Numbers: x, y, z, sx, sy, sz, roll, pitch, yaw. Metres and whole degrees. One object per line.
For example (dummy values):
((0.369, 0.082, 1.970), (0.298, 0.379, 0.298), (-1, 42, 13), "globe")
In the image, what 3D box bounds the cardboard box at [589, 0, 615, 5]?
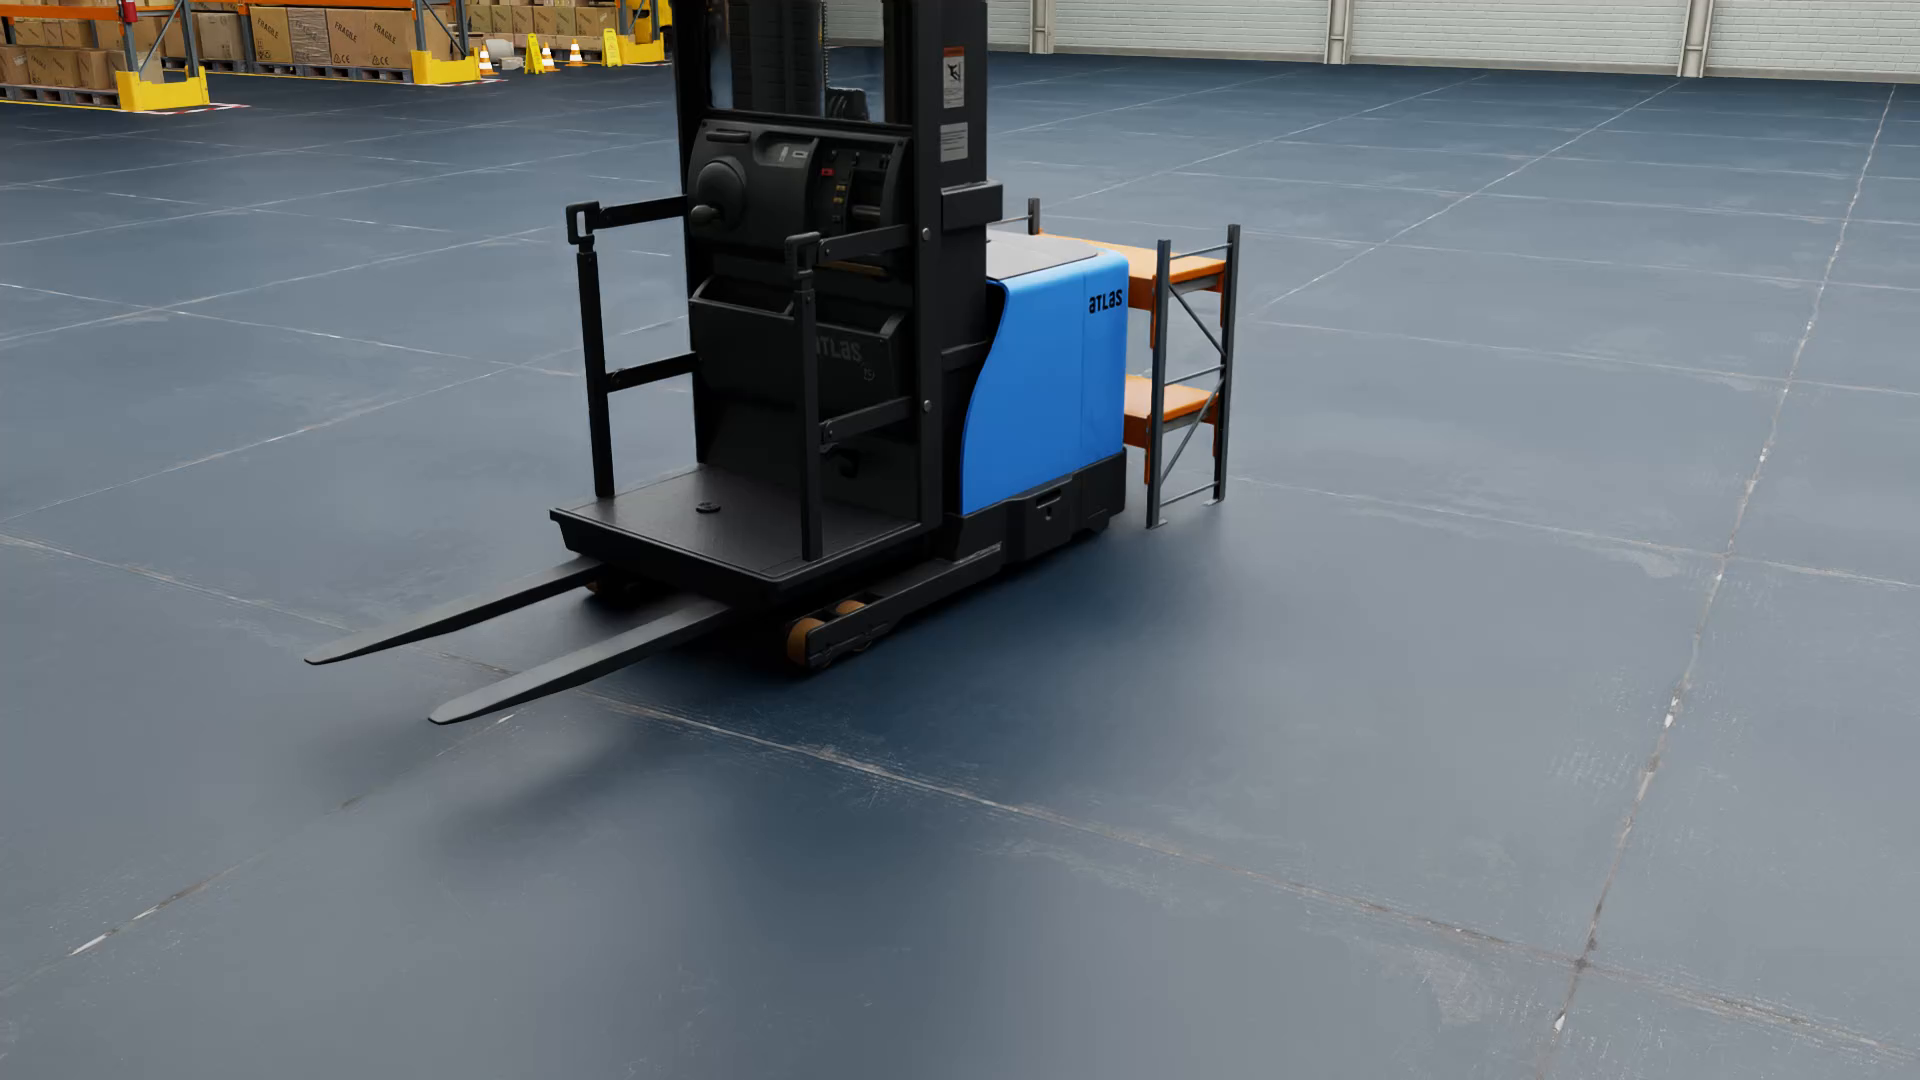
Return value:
((-8.073, -11.659, 36.975), (0.625, 0.625, 0.875), (11, 22, 27), "cardboard box")

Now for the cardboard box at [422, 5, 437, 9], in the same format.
((-12.257, -12.311, 38.954), (0.500, 0.500, 0.500), (10, 22, 25), "cardboard box")

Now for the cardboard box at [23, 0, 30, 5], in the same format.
((-12.592, -7.418, 22.784), (0.250, 0.149, 0.380), (11, 23, 27), "cardboard box")

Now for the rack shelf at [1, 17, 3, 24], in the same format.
((-15.935, -7.929, 24.880), (4.000, 0.370, 1.077), (11, 23, 27), "rack shelf")

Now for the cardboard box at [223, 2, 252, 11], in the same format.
((-14.967, -11.187, 35.306), (0.875, 0.875, 0.875), (12, 23, 29), "cardboard box")

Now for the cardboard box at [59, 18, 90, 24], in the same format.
((-15.899, -9.470, 30.024), (0.500, 0.250, 0.500), (10, 22, 26), "cardboard box")

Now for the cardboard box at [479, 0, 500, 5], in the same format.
((-8.893, -10.230, 31.534), (0.250, 0.149, 0.380), (11, 23, 28), "cardboard box")

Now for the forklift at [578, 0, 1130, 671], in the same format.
((-0.673, -1.157, 5.255), (1.130, 2.935, 3.031), (15, 25, 36), "forklift")

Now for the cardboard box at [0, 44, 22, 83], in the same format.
((-13.859, -6.879, 23.979), (0.500, 0.500, 0.500), (10, 22, 26), "cardboard box")

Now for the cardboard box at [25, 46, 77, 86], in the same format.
((-12.775, -6.706, 23.503), (0.500, 0.500, 0.500), (9, 22, 23), "cardboard box")

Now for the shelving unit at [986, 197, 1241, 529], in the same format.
((0.534, -0.754, 6.795), (1.048, 1.125, 0.538), (18, 26, 40), "shelving unit")

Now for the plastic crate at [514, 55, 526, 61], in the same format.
((-8.385, -9.007, 31.079), (0.583, 0.080, 0.402), (3, 20, 9), "plastic crate")

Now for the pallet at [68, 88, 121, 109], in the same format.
((-11.455, -6.117, 22.919), (1.213, 0.211, 1.003), (11, 23, 27), "pallet")

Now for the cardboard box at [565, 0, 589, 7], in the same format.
((-7.044, -9.879, 30.565), (0.250, 0.149, 0.380), (12, 23, 29), "cardboard box")

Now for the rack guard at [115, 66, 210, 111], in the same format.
((-10.763, -6.107, 22.468), (0.348, 0.500, 1.175), (11, 23, 27), "rack guard")

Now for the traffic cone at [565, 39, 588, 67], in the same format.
((-6.868, -8.715, 29.711), (0.334, 0.463, 0.336), (11, 23, 27), "traffic cone")

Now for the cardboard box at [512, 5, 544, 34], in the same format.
((-8.048, -9.792, 31.276), (0.500, 0.500, 0.500), (12, 23, 30), "cardboard box")

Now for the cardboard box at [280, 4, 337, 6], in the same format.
((-13.411, -10.888, 34.483), (0.875, 0.875, 0.875), (11, 22, 27), "cardboard box")

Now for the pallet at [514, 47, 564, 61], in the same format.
((-7.683, -9.270, 31.612), (1.213, 0.211, 1.003), (11, 23, 27), "pallet")

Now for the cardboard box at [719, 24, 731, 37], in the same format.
((-4.873, -10.758, 35.041), (0.500, 0.250, 0.500), (11, 23, 28), "cardboard box")

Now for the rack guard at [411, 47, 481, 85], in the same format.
((-8.169, -7.550, 26.447), (0.348, 0.500, 1.175), (11, 23, 27), "rack guard")

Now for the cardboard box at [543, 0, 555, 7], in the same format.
((-7.491, -9.966, 30.805), (0.250, 0.149, 0.380), (12, 23, 30), "cardboard box")

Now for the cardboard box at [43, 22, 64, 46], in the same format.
((-16.327, -9.201, 30.382), (0.500, 0.500, 0.500), (12, 23, 29), "cardboard box")

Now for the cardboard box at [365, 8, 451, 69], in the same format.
((-8.814, -8.021, 26.579), (0.875, 0.875, 0.875), (11, 23, 28), "cardboard box")

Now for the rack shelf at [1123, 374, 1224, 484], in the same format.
((0.534, -0.524, 6.878), (1.000, 0.278, 0.538), (18, 26, 40), "rack shelf")

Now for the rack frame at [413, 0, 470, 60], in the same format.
((-8.190, -8.729, 26.031), (0.127, 3.000, 1.000), (11, 23, 27), "rack frame")

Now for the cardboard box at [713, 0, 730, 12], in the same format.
((-4.895, -11.221, 34.850), (0.500, 0.250, 0.500), (11, 23, 28), "cardboard box")

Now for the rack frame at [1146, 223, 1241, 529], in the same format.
((0.907, -0.636, 6.470), (0.032, 1.125, 0.500), (18, 26, 40), "rack frame")

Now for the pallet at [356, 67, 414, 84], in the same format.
((-8.926, -7.528, 26.809), (1.213, 0.211, 1.003), (11, 23, 27), "pallet")

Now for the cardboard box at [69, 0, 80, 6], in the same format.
((-11.718, -7.252, 22.326), (0.250, 0.149, 0.380), (11, 23, 27), "cardboard box")

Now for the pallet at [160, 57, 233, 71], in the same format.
((-13.461, -8.392, 29.191), (1.213, 0.211, 1.003), (11, 23, 27), "pallet")

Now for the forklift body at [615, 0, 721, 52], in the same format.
((-5.992, -11.071, 33.732), (1.214, 2.155, 2.313), (11, 23, 27), "forklift body")

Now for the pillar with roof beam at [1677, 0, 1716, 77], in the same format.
((10.000, -10.627, 22.466), (0.400, 9.000, 9.100), (11, 23, 27), "pillar with roof beam")

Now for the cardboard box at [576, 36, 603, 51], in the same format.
((-6.722, -9.183, 30.698), (0.500, 0.250, 0.500), (11, 23, 27), "cardboard box")

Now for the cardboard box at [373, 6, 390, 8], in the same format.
((-13.610, -12.569, 39.665), (0.500, 0.500, 0.500), (12, 23, 30), "cardboard box")

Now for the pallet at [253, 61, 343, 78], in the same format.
((-11.056, -7.934, 27.928), (1.213, 0.211, 1.003), (11, 23, 27), "pallet")

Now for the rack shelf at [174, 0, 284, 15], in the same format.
((-13.428, -9.389, 28.905), (4.000, 0.370, 1.077), (11, 23, 27), "rack shelf")

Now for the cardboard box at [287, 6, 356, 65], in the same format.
((-10.378, -8.319, 27.400), (0.875, 0.875, 0.875), (11, 23, 28), "cardboard box")

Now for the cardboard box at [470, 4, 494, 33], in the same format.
((-8.973, -9.964, 31.751), (0.500, 0.500, 0.500), (12, 23, 30), "cardboard box")

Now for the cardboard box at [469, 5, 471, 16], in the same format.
((-10.905, -12.057, 38.255), (0.500, 0.500, 0.500), (12, 23, 29), "cardboard box")

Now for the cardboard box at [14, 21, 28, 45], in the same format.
((-17.224, -9.375, 30.861), (0.500, 0.500, 0.500), (11, 23, 28), "cardboard box")

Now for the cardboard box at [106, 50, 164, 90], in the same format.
((-11.234, -6.401, 22.662), (0.500, 0.500, 0.500), (16, 25, 37), "cardboard box")

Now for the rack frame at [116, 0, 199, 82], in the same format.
((-10.697, -7.270, 22.007), (0.127, 3.000, 1.000), (11, 23, 27), "rack frame")

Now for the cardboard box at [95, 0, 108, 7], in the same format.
((-11.264, -7.179, 22.126), (0.250, 0.149, 0.380), (11, 23, 27), "cardboard box")

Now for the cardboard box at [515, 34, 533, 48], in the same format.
((-8.037, -9.438, 31.403), (0.500, 0.250, 0.500), (10, 22, 27), "cardboard box")

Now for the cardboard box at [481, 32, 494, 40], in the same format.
((-8.973, -9.611, 31.879), (0.500, 0.250, 0.500), (10, 22, 25), "cardboard box")

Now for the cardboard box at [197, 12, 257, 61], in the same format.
((-12.268, -8.611, 28.388), (0.750, 0.750, 1.050), (11, 23, 27), "cardboard box")
